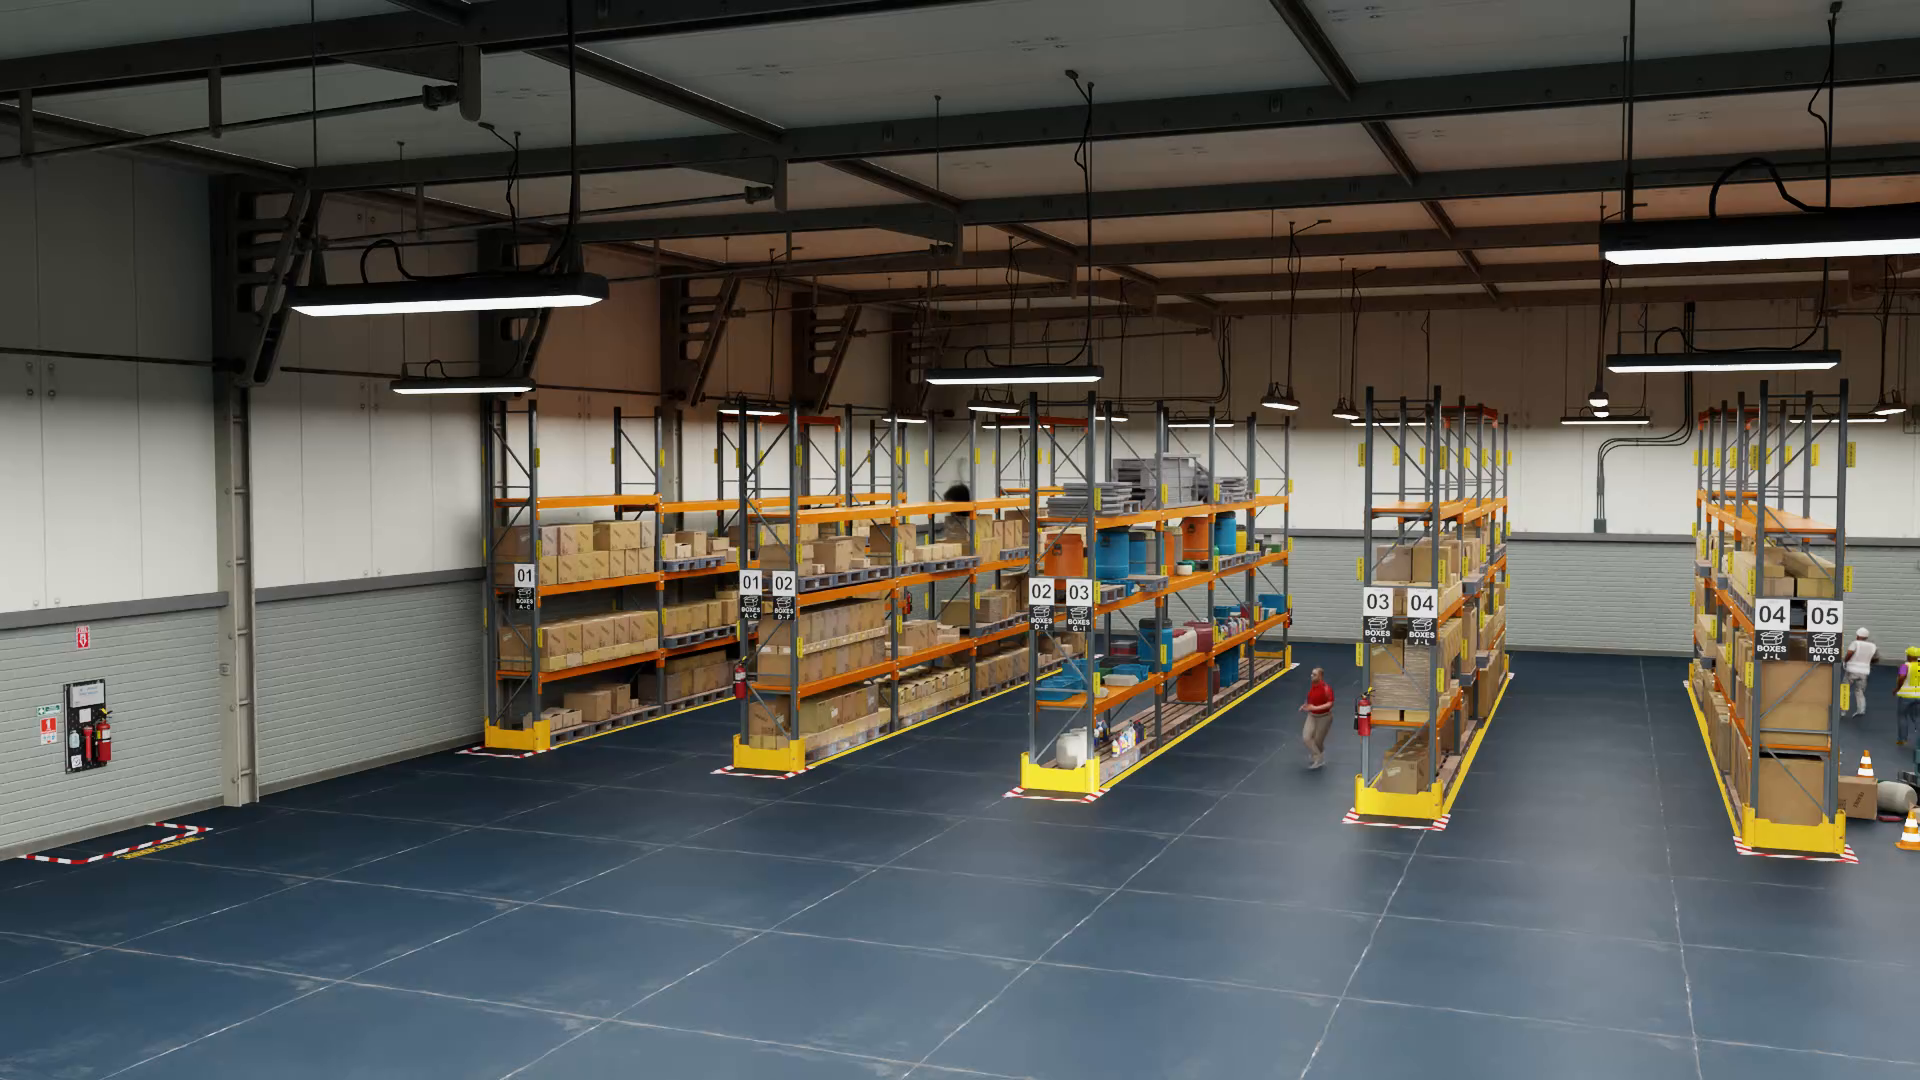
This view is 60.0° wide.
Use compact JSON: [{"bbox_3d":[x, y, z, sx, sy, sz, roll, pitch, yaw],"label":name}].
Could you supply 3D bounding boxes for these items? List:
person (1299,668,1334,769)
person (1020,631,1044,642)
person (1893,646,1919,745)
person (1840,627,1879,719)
[{"bbox_3d":[5.820,2.832,26.920,0.669,1.572,0.783,-2,4,-38],"label":"person"},{"bbox_3d":[1.930,1.966,42.868,0.894,1.778,0.666,1,3,17],"label":"person"},{"bbox_3d":[16.369,2.708,28.554,0.685,1.764,0.959,0,3,6],"label":"person"},{"bbox_3d":[17.178,2.558,31.698,0.693,1.776,0.933,0,3,6],"label":"person"}]
